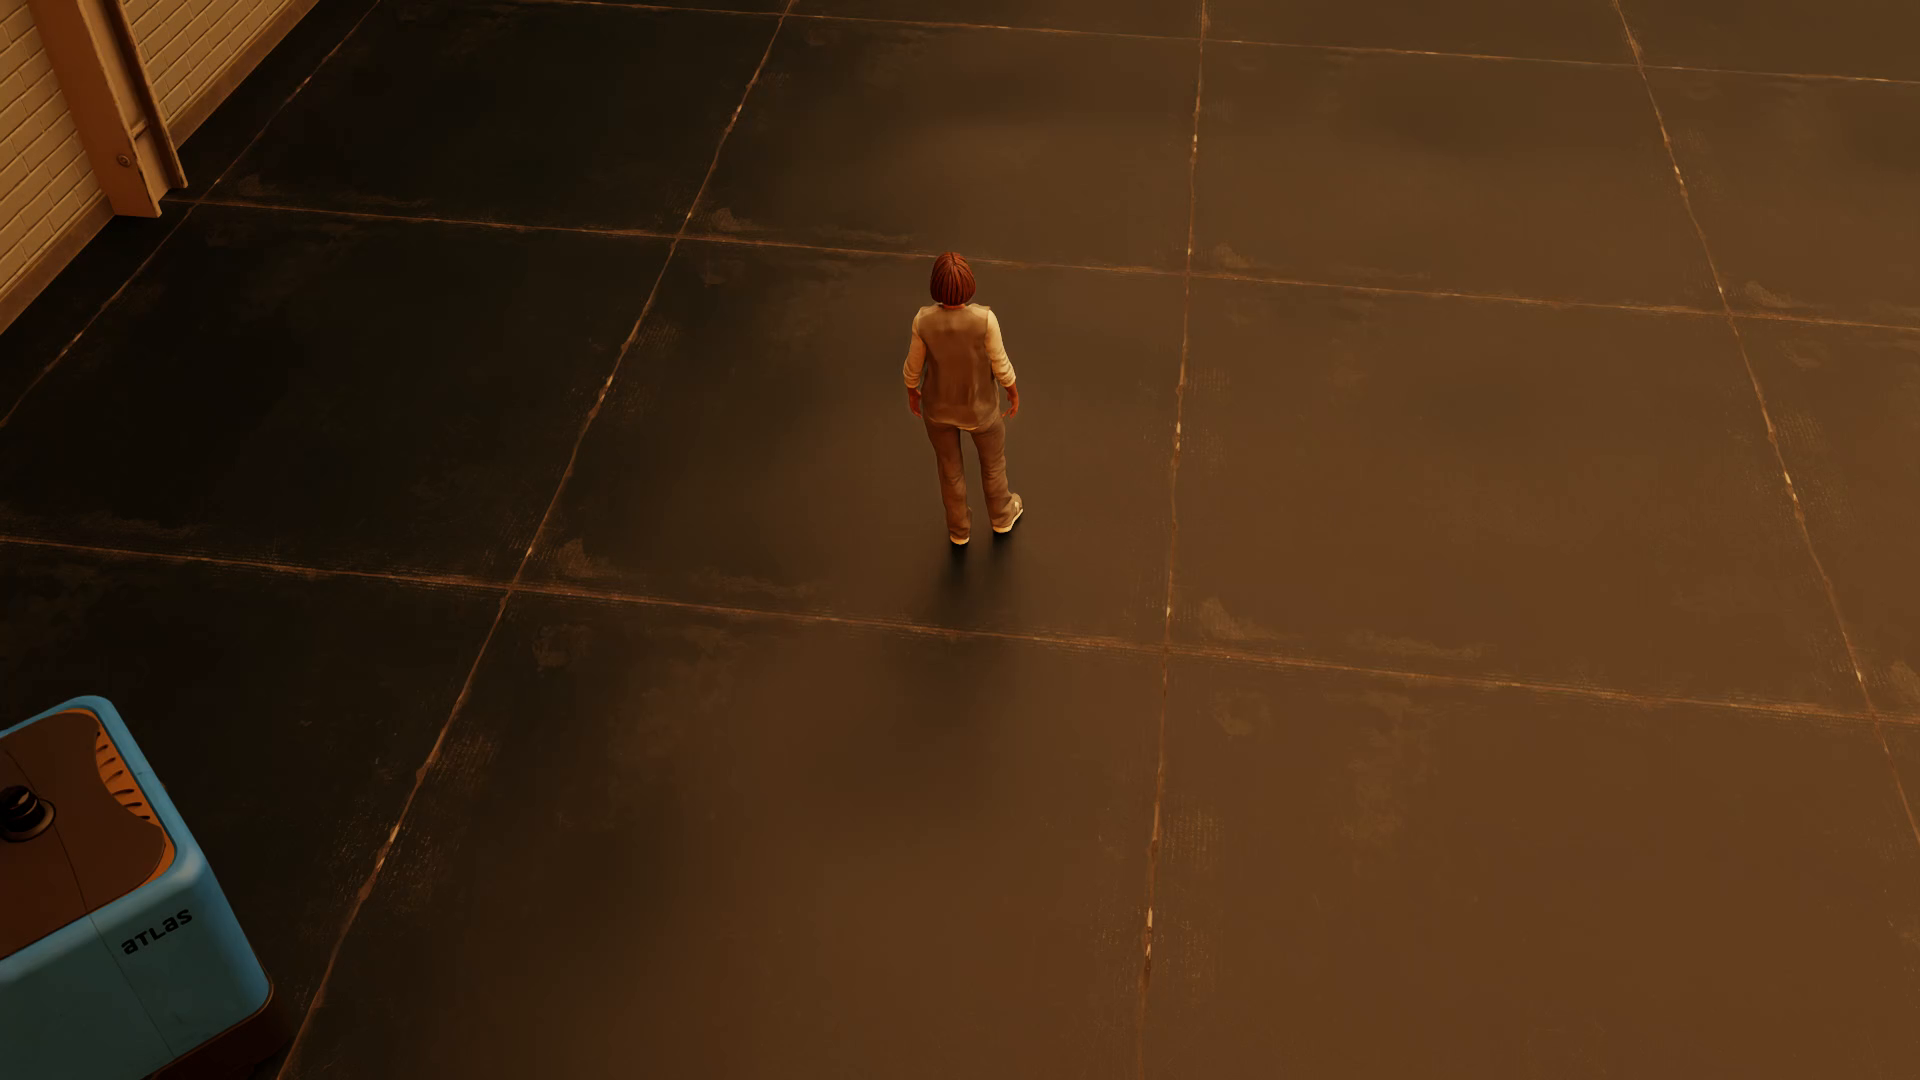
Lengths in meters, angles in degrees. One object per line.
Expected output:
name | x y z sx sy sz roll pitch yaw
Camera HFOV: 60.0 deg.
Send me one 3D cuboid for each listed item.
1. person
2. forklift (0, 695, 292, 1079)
person | 0.024 -0.642 7.398 0.520 1.597 0.475 5 43 6
forklift | -3.824 1.110 4.516 3.031 2.935 1.130 -29 50 -28
